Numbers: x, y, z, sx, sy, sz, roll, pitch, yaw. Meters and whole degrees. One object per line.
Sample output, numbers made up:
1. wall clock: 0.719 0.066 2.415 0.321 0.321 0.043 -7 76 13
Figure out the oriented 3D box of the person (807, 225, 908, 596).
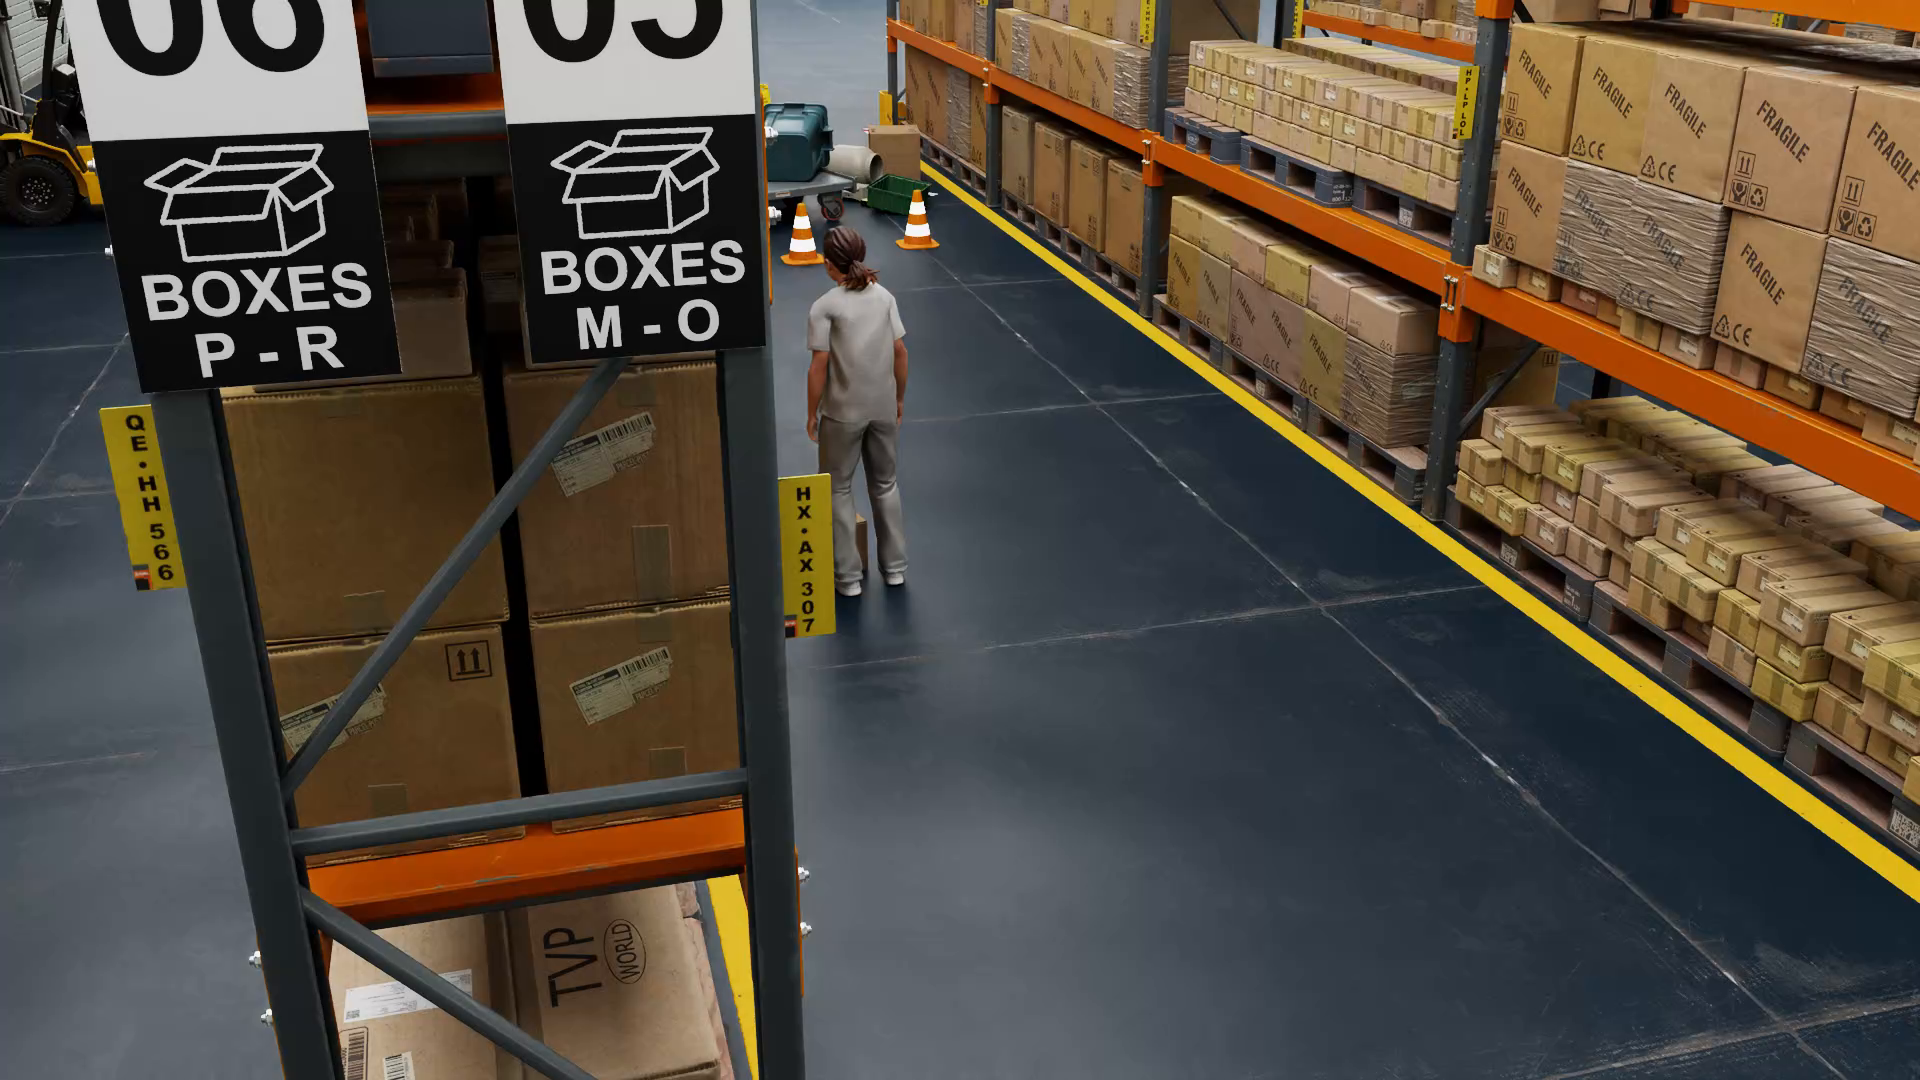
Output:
1. person: -0.464 -0.567 7.433 0.486 1.672 0.363 -12 26 -26
